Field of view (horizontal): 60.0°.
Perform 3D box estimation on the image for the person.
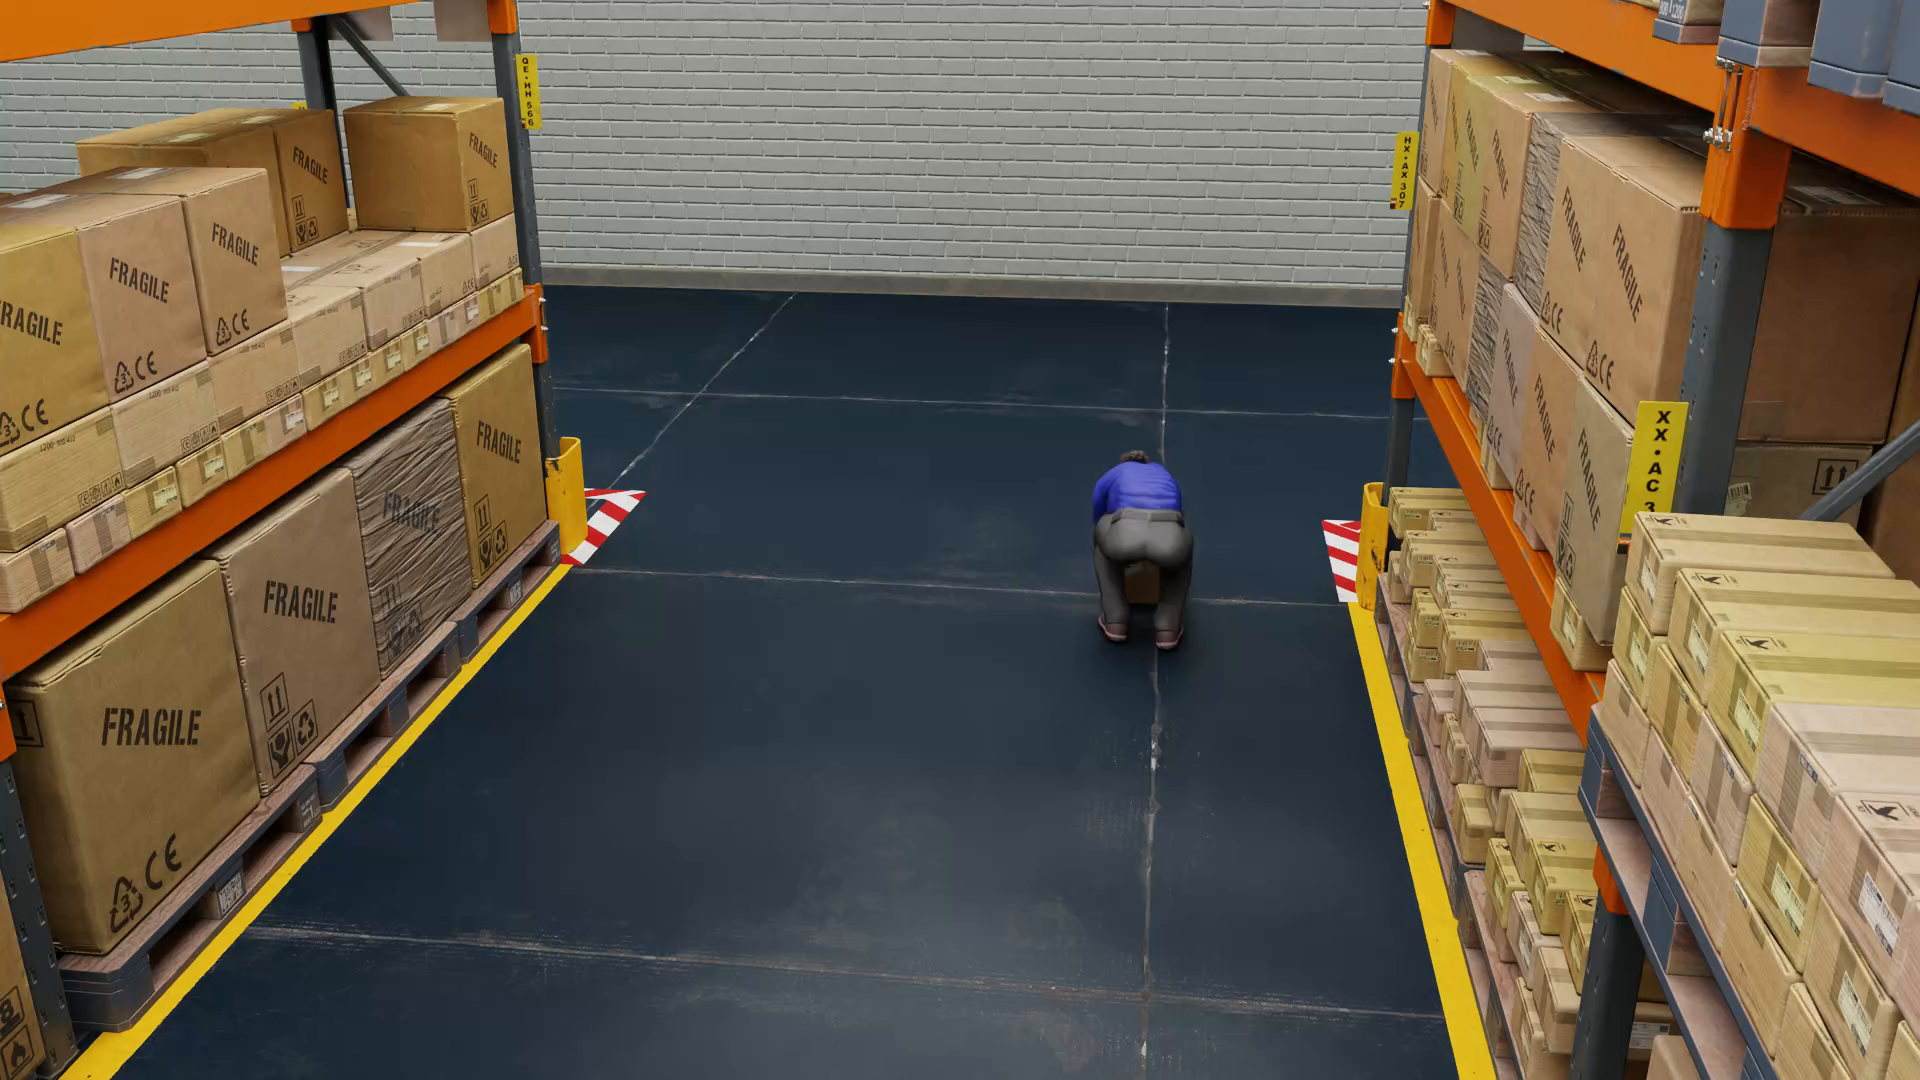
[{"bbox_3d":[0.777,-0.345,6.980,0.507,1.650,0.400,2,21,4],"label":"person"}]
